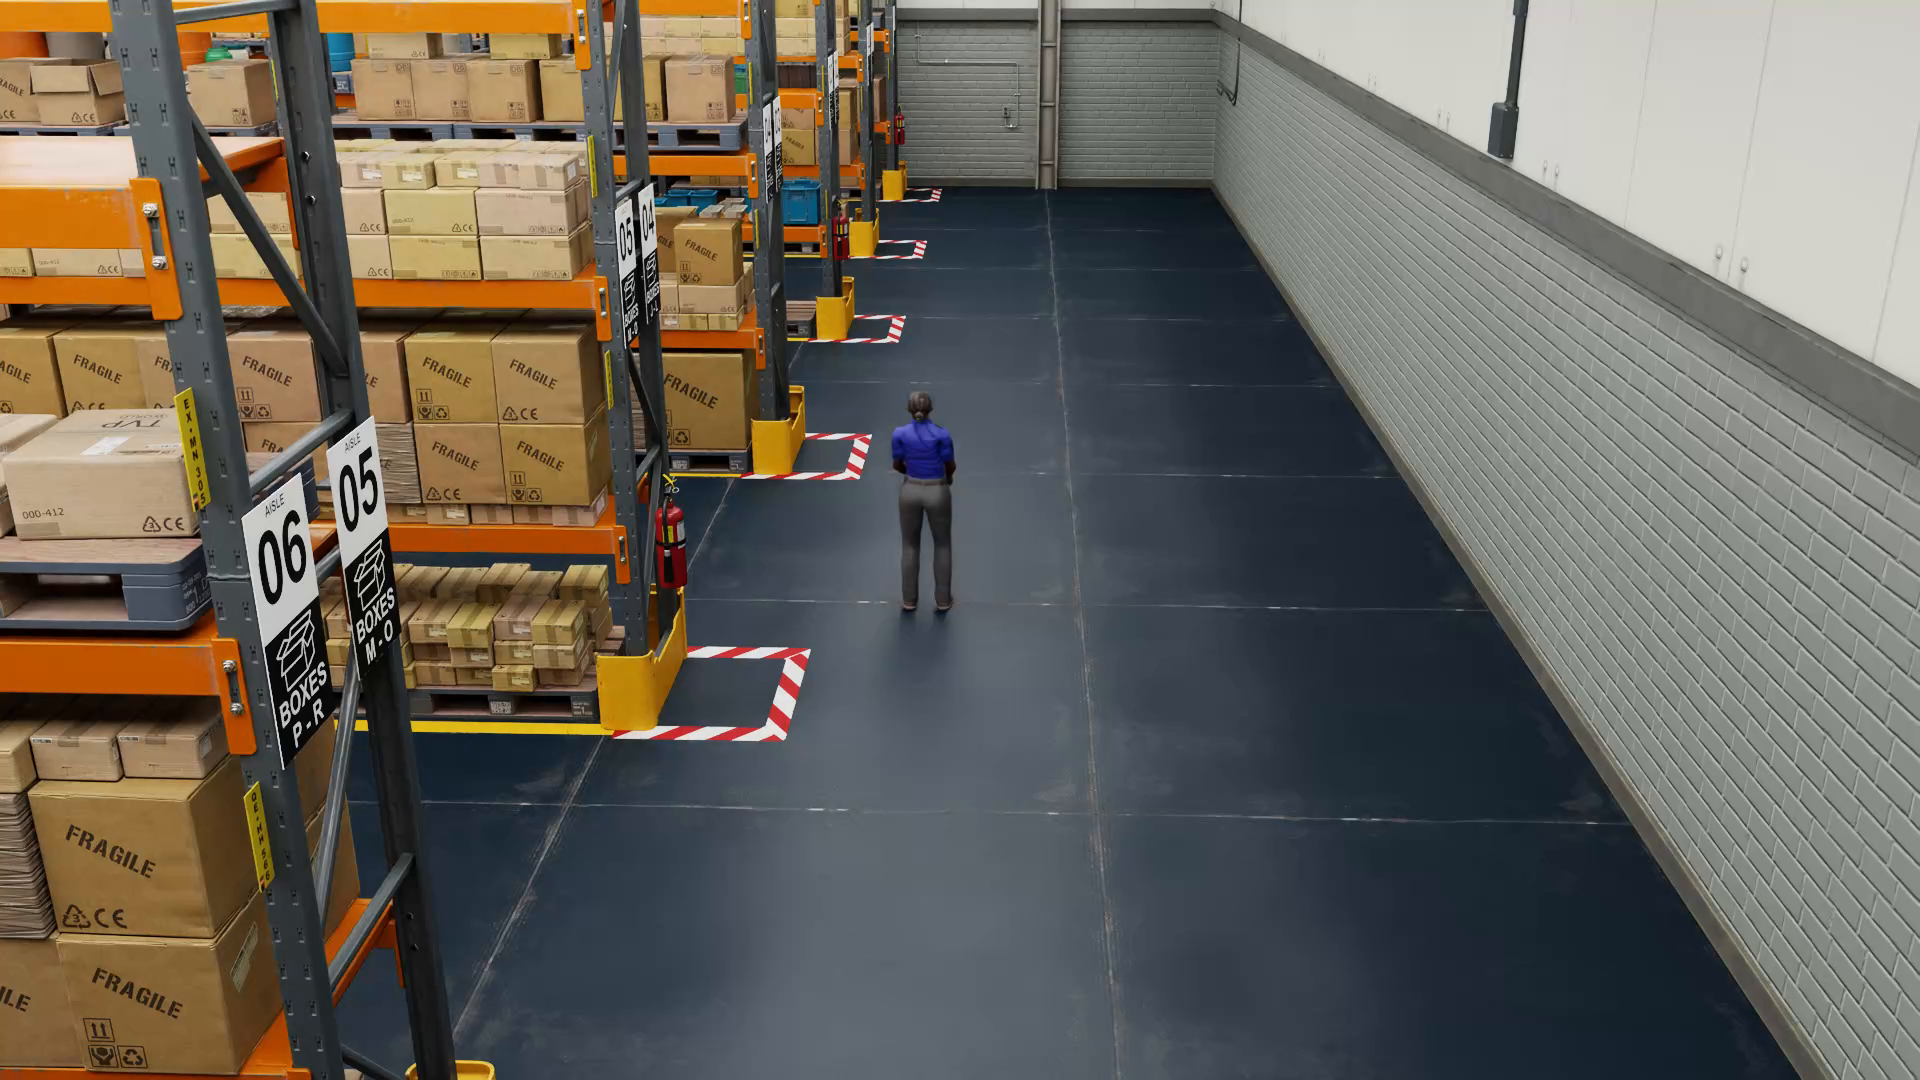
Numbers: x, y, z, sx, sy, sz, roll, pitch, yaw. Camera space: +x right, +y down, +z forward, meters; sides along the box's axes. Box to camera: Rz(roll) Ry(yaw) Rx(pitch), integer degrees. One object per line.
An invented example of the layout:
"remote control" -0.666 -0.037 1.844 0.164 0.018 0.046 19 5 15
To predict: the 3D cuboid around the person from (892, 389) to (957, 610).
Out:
"person" -0.243 -0.316 11.915 0.456 1.655 0.507 3 21 8
